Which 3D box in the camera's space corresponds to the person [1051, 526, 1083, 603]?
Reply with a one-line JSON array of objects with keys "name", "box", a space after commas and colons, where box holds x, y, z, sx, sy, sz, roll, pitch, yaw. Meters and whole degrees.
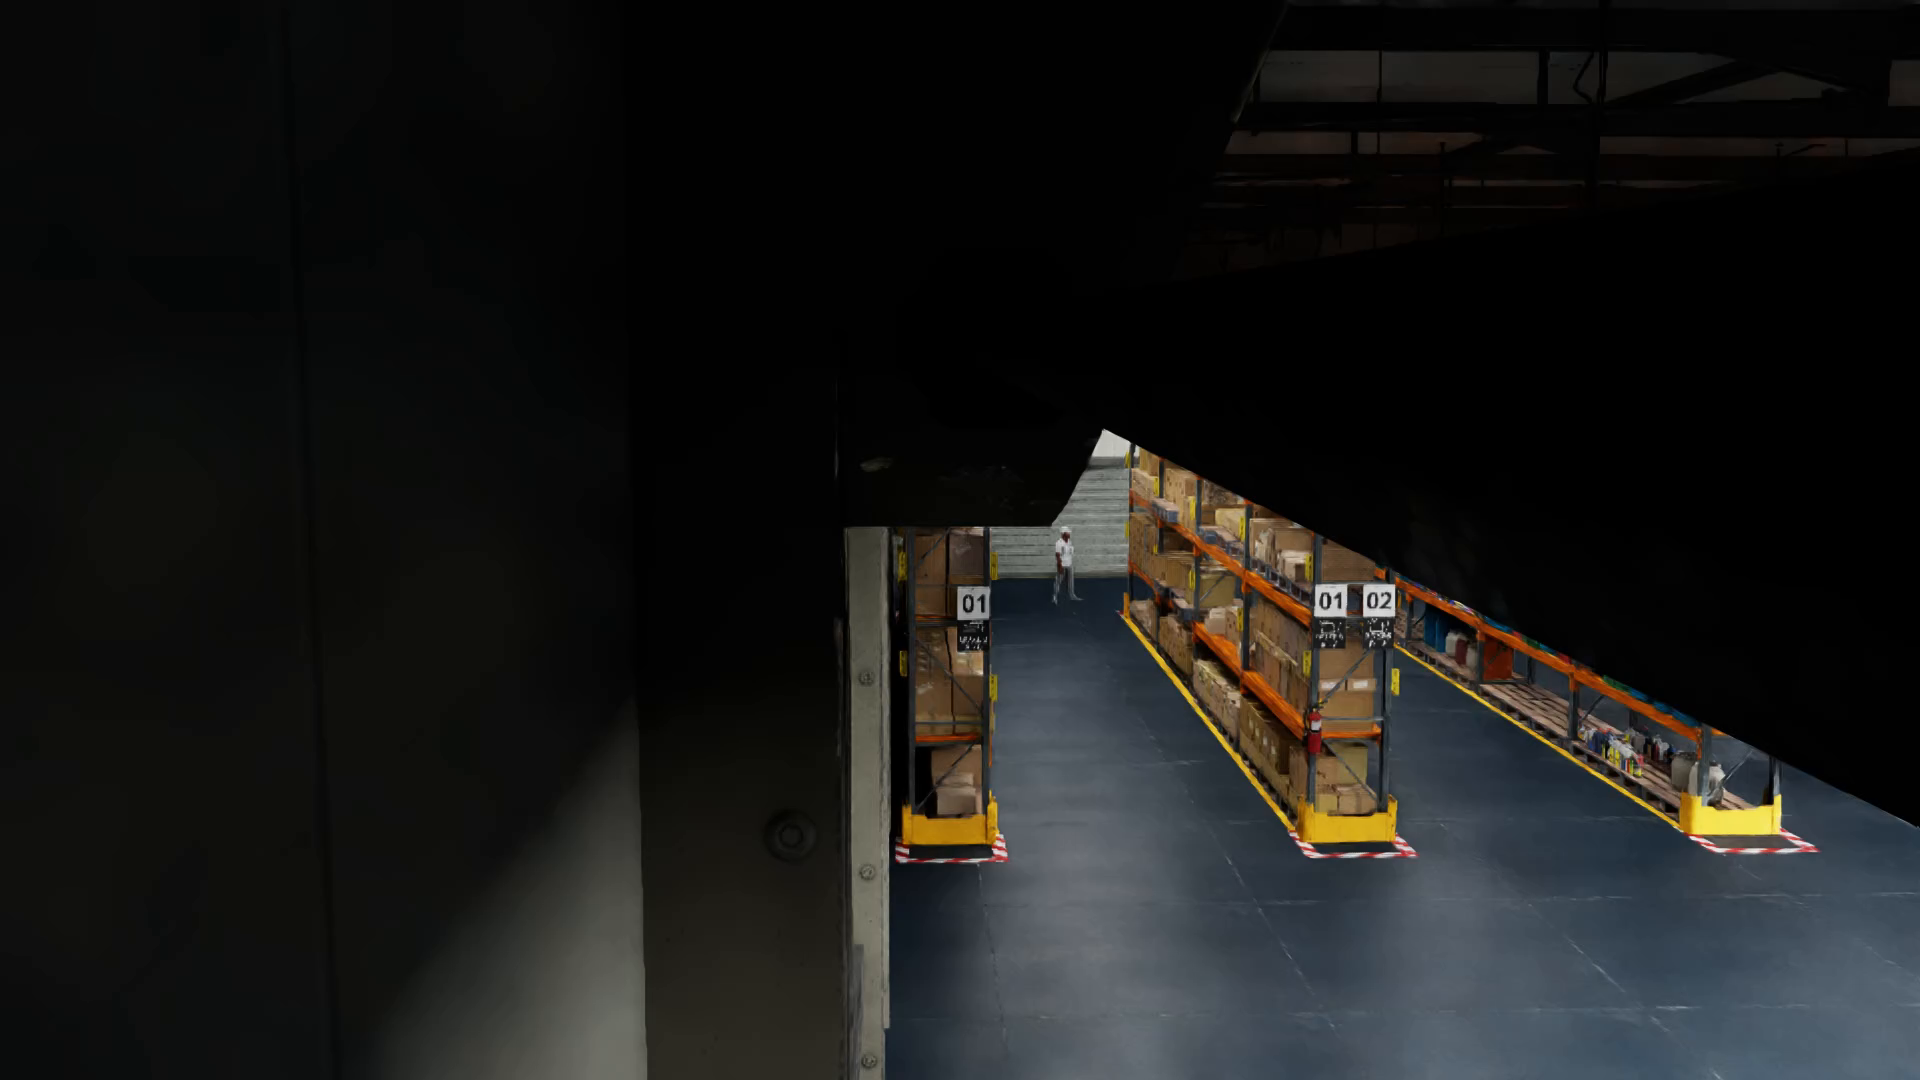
[{"name": "person", "box": [2.400, 0.560, 38.157, 0.529, 1.751, 0.643, 5, 9, 35]}]
